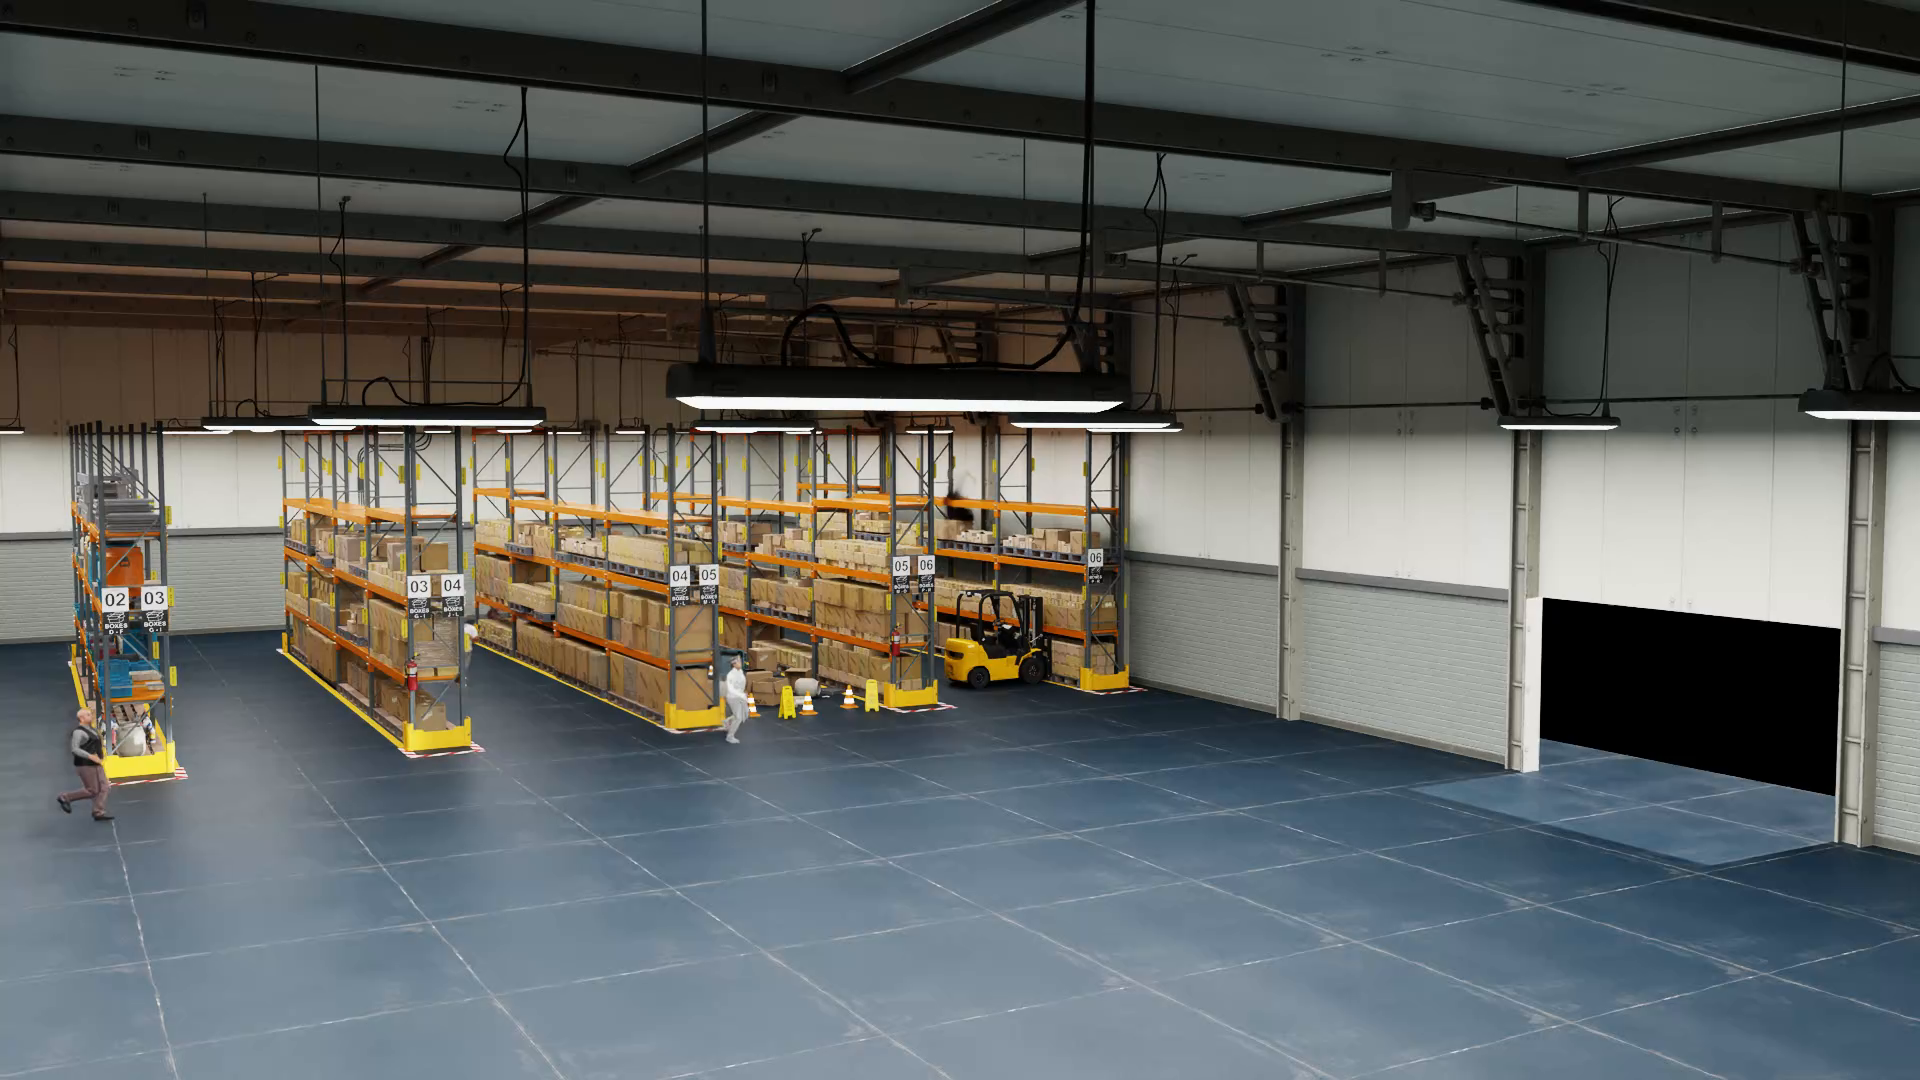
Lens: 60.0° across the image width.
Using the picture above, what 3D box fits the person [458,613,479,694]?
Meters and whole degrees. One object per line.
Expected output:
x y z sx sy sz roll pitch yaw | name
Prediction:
-11.157 2.507 37.326 0.692 1.784 0.918 -2 4 -34 | person

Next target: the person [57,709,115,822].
-12.992 3.354 24.733 0.778 1.692 0.661 0 4 -7 | person

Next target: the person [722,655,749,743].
-4.203 2.971 31.272 0.592 1.657 0.644 1 4 20 | person

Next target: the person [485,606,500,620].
-13.600 1.939 48.233 1.101 1.542 0.650 0 4 6 | person

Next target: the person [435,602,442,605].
-14.328 2.119 45.341 0.647 1.648 0.564 -1 4 -18 | person
